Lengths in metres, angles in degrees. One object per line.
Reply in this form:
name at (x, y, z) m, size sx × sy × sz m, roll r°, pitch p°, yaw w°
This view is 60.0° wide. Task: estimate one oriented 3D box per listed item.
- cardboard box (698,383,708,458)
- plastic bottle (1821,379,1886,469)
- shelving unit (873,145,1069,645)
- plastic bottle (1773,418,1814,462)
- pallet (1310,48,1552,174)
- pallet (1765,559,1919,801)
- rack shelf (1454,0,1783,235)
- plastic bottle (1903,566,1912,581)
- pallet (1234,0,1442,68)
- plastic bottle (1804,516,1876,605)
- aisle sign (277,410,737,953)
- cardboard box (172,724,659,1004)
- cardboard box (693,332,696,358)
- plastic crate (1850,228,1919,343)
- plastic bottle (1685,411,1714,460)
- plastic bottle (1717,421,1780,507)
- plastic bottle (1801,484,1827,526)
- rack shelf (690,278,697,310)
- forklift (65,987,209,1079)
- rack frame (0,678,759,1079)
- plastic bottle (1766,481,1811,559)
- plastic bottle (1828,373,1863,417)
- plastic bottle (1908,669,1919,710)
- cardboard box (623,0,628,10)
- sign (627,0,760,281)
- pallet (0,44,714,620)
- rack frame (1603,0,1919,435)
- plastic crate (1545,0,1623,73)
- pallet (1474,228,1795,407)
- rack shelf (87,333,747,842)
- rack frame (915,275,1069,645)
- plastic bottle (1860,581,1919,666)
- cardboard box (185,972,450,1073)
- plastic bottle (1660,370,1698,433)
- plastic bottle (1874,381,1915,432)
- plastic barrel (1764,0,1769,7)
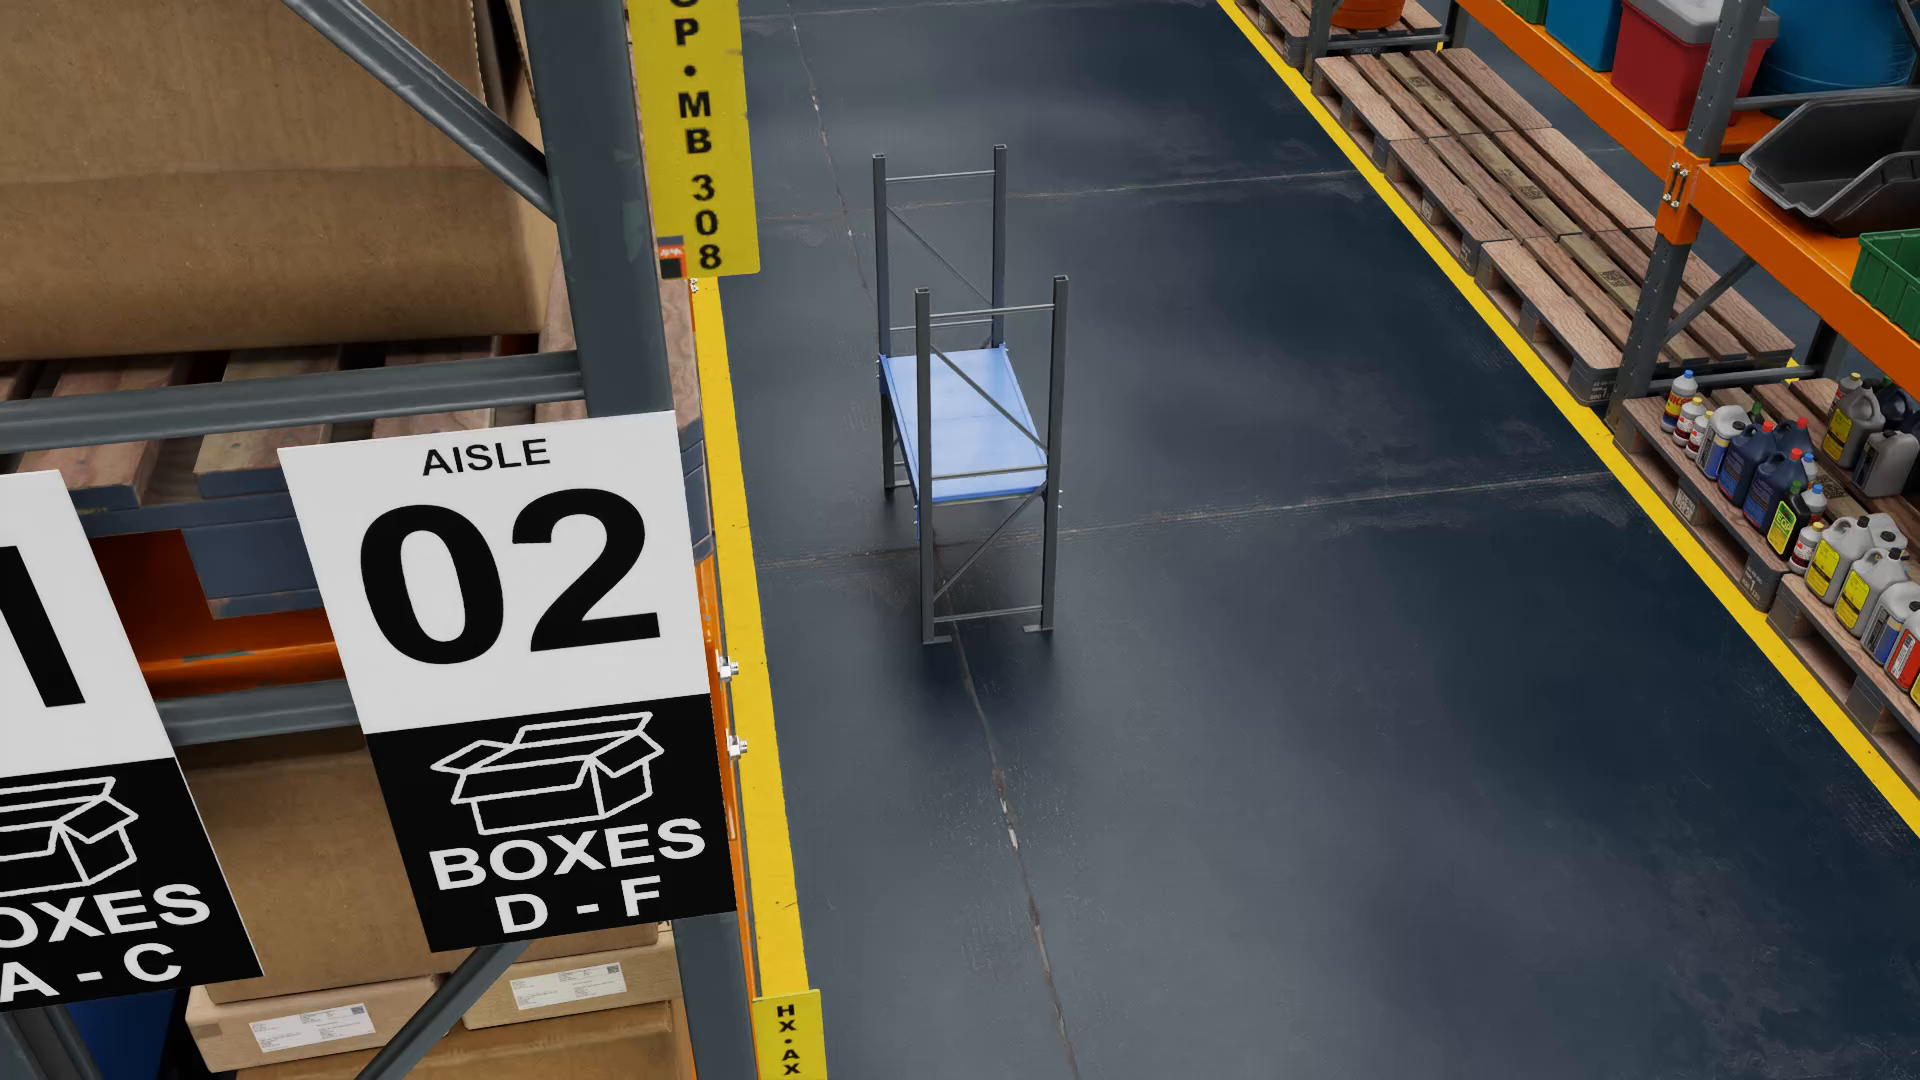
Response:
cardboard box at (-1.329, -0.547, 6.908) m, size 0.500 × 0.250 × 0.500 m, roll -7°, pitch 38°, yaw -9°
plastic bottle at (3.630, -0.481, 6.725) m, size 0.144 × 0.351 × 0.185 m, roll -6°, pitch 38°, yaw -8°
shelving unit at (0.015, -0.541, 6.224) m, size 0.538 × 1.500 × 1.048 m, roll -6°, pitch 38°, yaw -8°
plastic bottle at (3.250, -0.338, 6.541) m, size 0.144 × 0.351 × 0.185 m, roll -6°, pitch 38°, yaw -8°
pallet at (2.771, -2.570, 9.886) m, size 1.003 × 0.211 × 1.213 m, roll -6°, pitch 38°, yaw -8°
pallet at (3.669, 0.523, 5.905) m, size 1.003 × 0.211 × 1.213 m, roll -6°, pitch 38°, yaw -8°
rack shelf at (3.024, -2.651, 8.304) m, size 1.077 × 0.370 × 4.000 m, roll -6°, pitch 38°, yaw -8°
plastic bottle at (3.359, 0.180, 5.996) m, size 0.097 × 0.201 × 0.097 m, roll 0°, pitch 38°, yaw 0°
pallet at (2.494, -3.514, 11.101) m, size 1.003 × 0.211 × 1.213 m, roll -6°, pitch 38°, yaw -8°
plastic bottle at (3.216, 0.048, 6.044) m, size 0.144 × 0.351 × 0.185 m, roll -7°, pitch 38°, yaw -8°
aisle sign at (-0.488, 0.199, 1.929) m, size 0.394 × 0.787 × 0.004 m, roll -6°, pitch 38°, yaw -8°
cardboard box at (-0.880, 0.352, 2.713) m, size 0.700 × 0.500 × 0.500 m, roll -6°, pitch 38°, yaw -8°
cardboard box at (-1.330, -0.775, 6.744) m, size 0.500 × 0.311 × 0.500 m, roll -6°, pitch 38°, yaw -8°
plastic crate at (3.335, -0.793, 5.499) m, size 0.450 × 0.188 × 0.662 m, roll -6°, pitch 38°, yaw -8°
plastic bottle at (3.035, -0.433, 6.785) m, size 0.097 × 0.201 × 0.097 m, roll 0°, pitch 38°, yaw 0°
plastic bottle at (3.108, -0.323, 6.521) m, size 0.144 × 0.351 × 0.185 m, roll -5°, pitch 38°, yaw -7°
plastic bottle at (3.204, -0.093, 6.289) m, size 0.097 × 0.271 × 0.097 m, roll 0°, pitch 38°, yaw 0°
rack shelf at (-1.853, -2.121, 7.621) m, size 1.077 × 0.370 × 4.000 m, roll -6°, pitch 38°, yaw -8°
forklift at (-2.770, 0.123, 4.202) m, size 1.130 × 2.935 × 3.031 m, roll -7°, pitch 38°, yaw -8°
rack frame at (-0.801, 1.219, 2.736) m, size 1.000 × 3.000 × 0.127 m, roll -6°, pitch 38°, yaw -8°
plastic bottle at (3.129, -0.078, 6.261) m, size 0.061 × 0.283 × 0.133 m, roll -5°, pitch 38°, yaw -6°
plastic bottle at (3.745, -0.610, 7.013) m, size 0.097 × 0.201 × 0.097 m, roll 0°, pitch 38°, yaw 0°
plastic bottle at (3.284, 0.457, 5.572) m, size 0.061 × 0.283 × 0.133 m, roll -5°, pitch 38°, yaw -7°
cardboard box at (-0.823, -1.258, 2.942) m, size 0.500 × 0.500 × 0.500 m, roll -6°, pitch 38°, yaw -8°
sign at (-0.254, -0.398, 1.595) m, size 0.100 × 0.325 × 0.005 m, roll -6°, pitch 38°, yaw -8°
pallet at (-0.900, -0.360, 2.396) m, size 1.003 × 0.211 × 1.213 m, roll -6°, pitch 38°, yaw -8°
rack frame at (3.375, -1.727, 6.528) m, size 1.000 × 3.000 × 0.127 m, roll -6°, pitch 38°, yaw -8°
plastic crate at (2.875, -2.354, 7.348) m, size 0.392 × 0.384 × 0.575 m, roll -6°, pitch 38°, yaw -8°
pallet at (3.199, -1.096, 7.989) m, size 1.003 × 0.211 × 1.213 m, roll -6°, pitch 38°, yaw -8°
rack shelf at (-1.152, -0.889, 3.591) m, size 1.077 × 0.370 × 4.000 m, roll -6°, pitch 38°, yaw -8°
rack frame at (0.104, -0.234, 5.828) m, size 0.500 × 1.500 × 0.032 m, roll -6°, pitch 38°, yaw -8°
plastic bottle at (3.281, 0.290, 5.794) m, size 0.152 × 0.276 × 0.135 m, roll -7°, pitch 38°, yaw -9°
cardboard box at (-1.056, 0.713, 2.777) m, size 0.380 × 0.149 × 0.250 m, roll -7°, pitch 38°, yaw -9°
plastic bottle at (2.999, -0.584, 6.922) m, size 0.097 × 0.271 × 0.097 m, roll 0°, pitch 38°, yaw 0°
plastic bottle at (3.772, -0.497, 6.745) m, size 0.144 × 0.351 × 0.185 m, roll -7°, pitch 38°, yaw -9°
plastic barrel at (3.423, -2.382, 7.261) m, size 0.433 × 0.535 × 0.433 m, roll 0°, pitch 38°, yaw 0°
